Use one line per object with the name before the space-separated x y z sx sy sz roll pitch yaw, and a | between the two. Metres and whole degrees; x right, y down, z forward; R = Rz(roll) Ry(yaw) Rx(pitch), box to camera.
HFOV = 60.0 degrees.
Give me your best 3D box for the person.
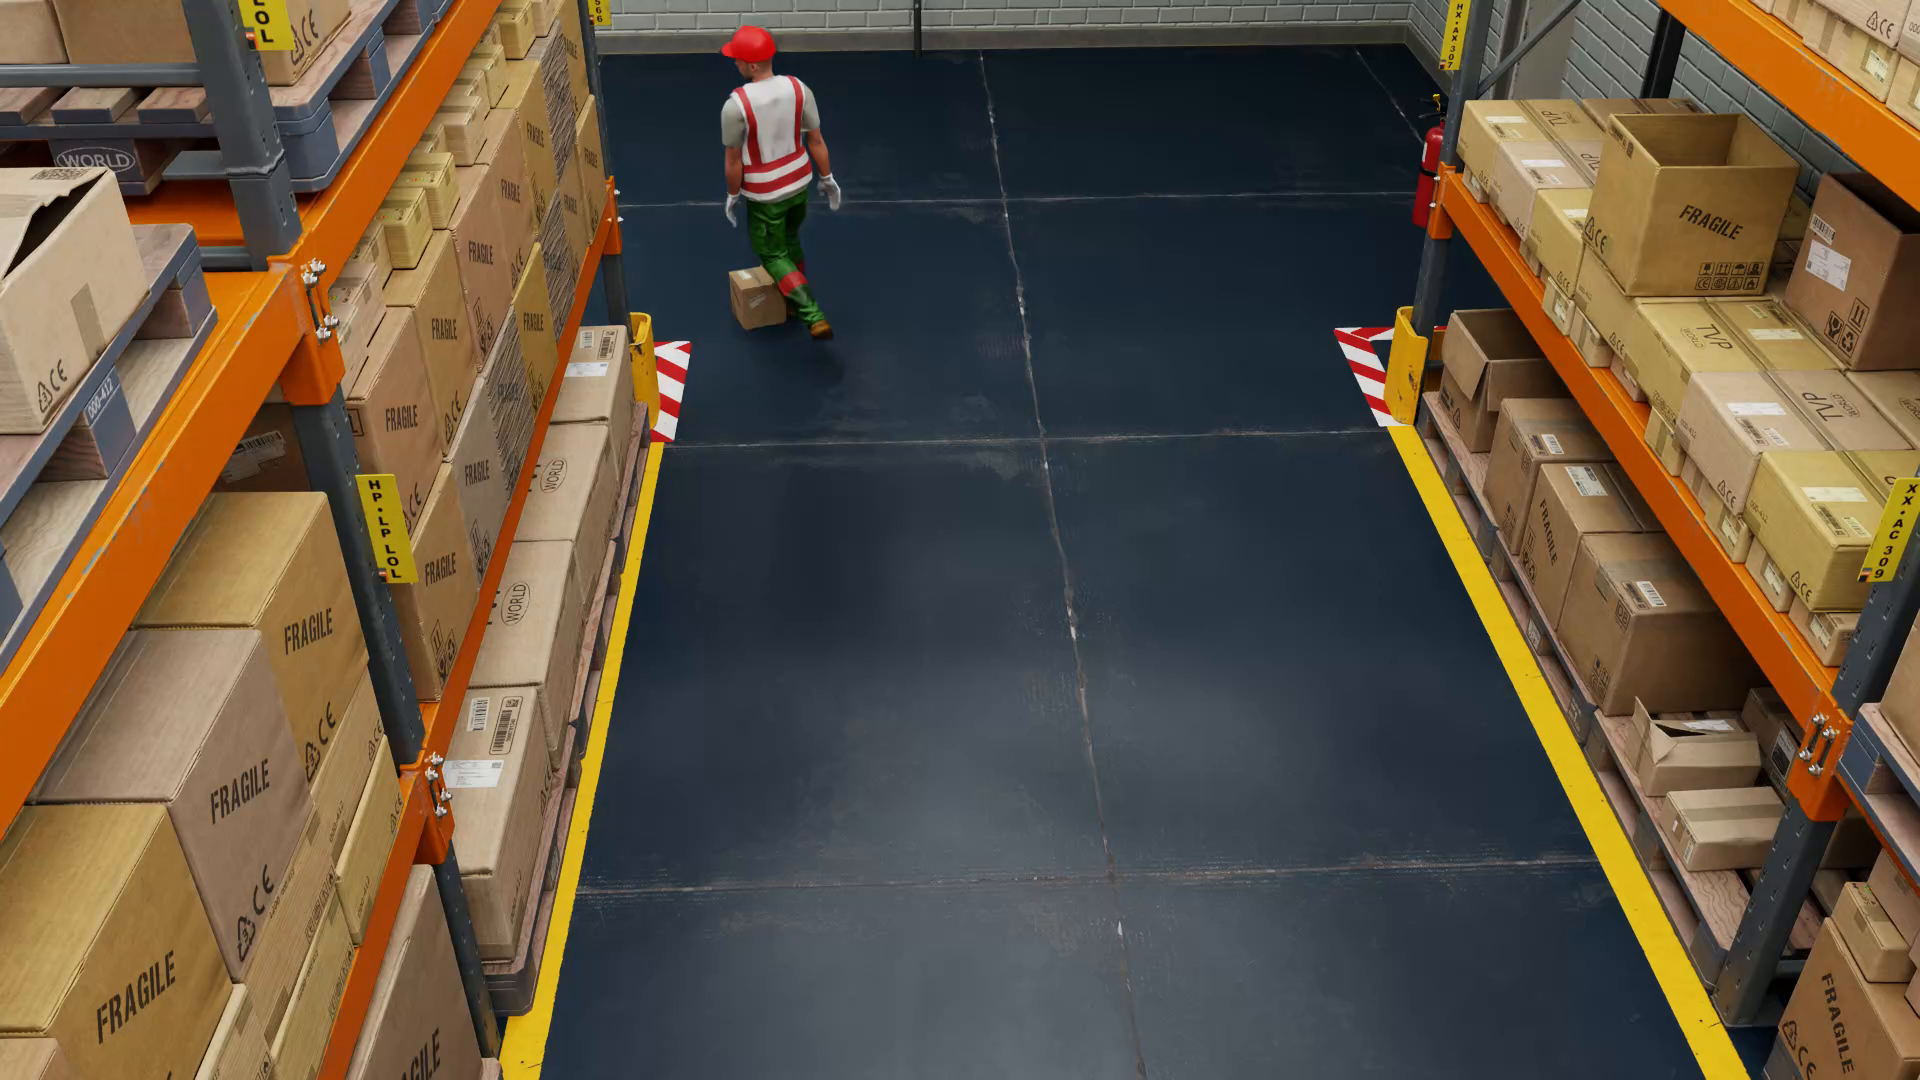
person | -0.954 -1.865 8.808 0.623 1.745 0.911 -23 41 -29
